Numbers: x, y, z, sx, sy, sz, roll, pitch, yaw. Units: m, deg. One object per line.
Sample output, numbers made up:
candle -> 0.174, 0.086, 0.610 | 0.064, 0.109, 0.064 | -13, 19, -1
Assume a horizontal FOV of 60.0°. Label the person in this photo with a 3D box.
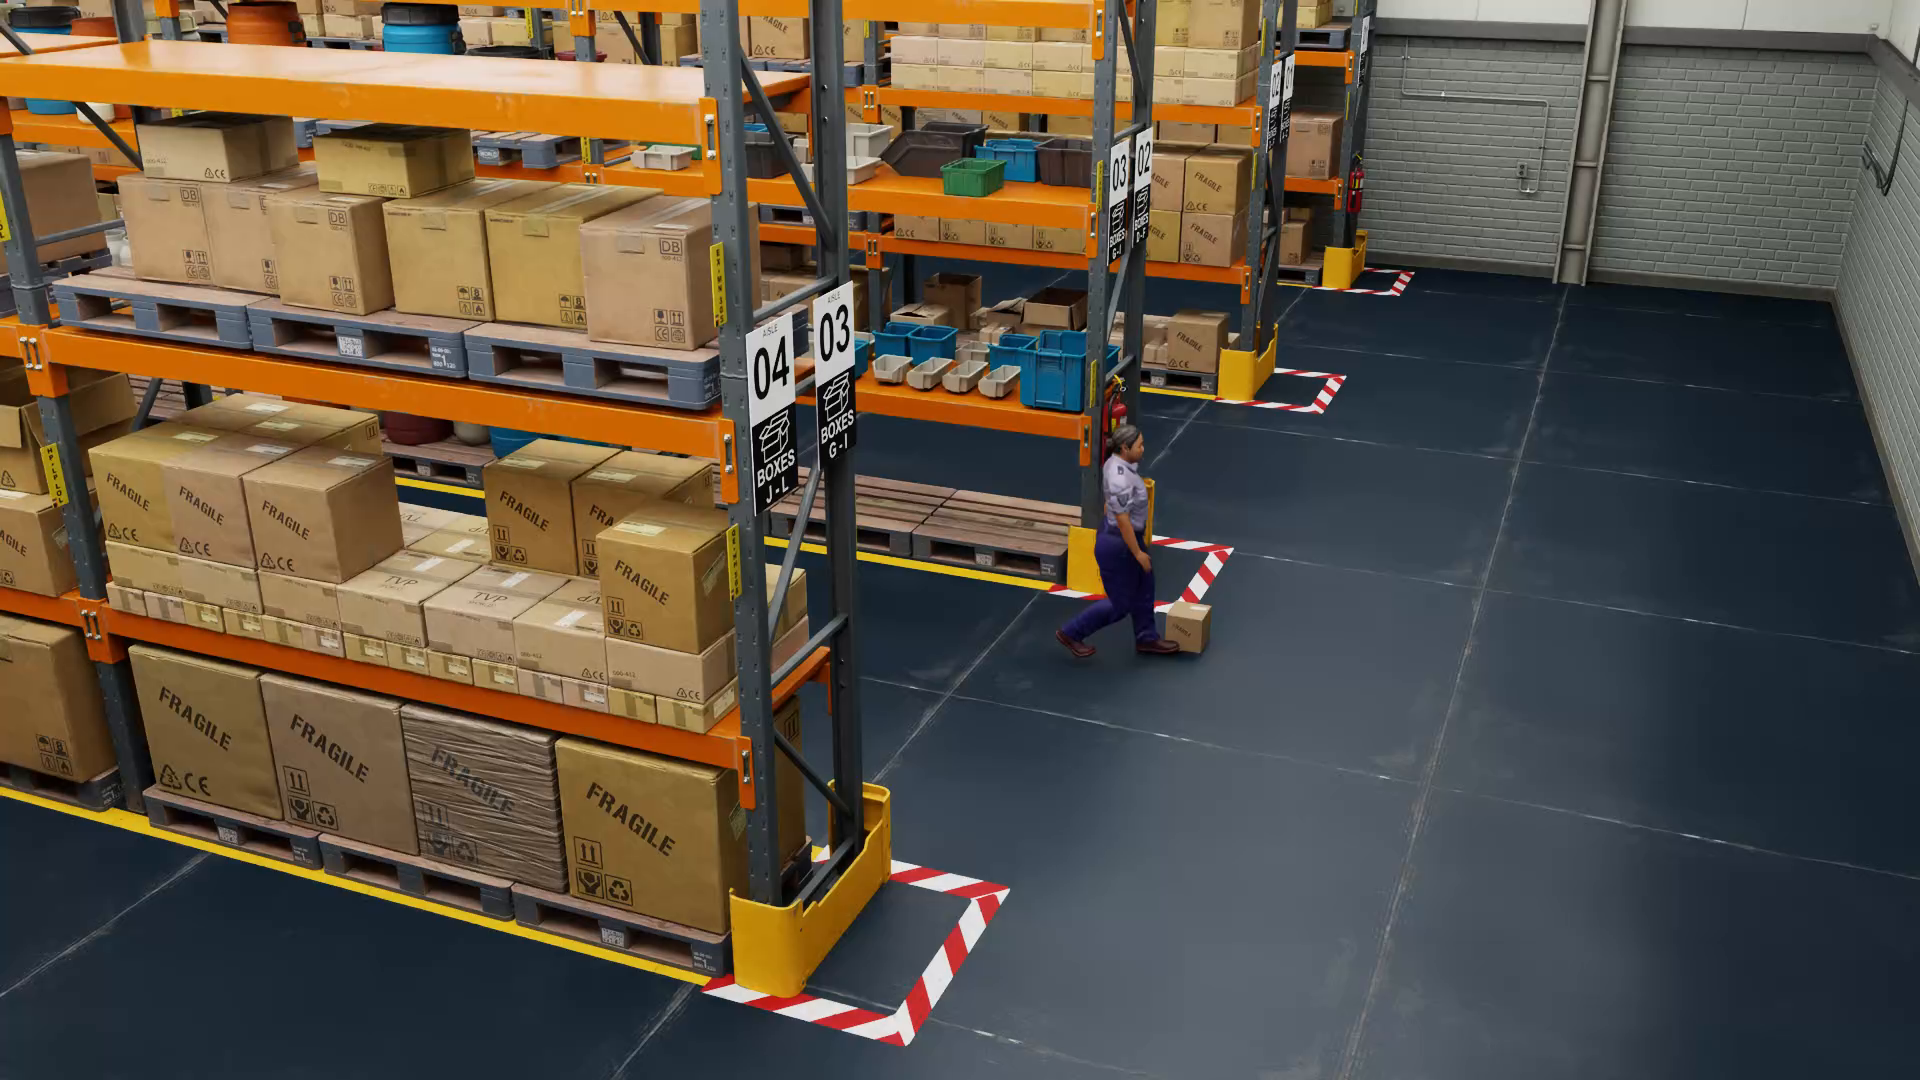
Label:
person -> 1.054, 0.026, 10.838 | 0.837, 1.619, 0.484 | 2, 23, 4
